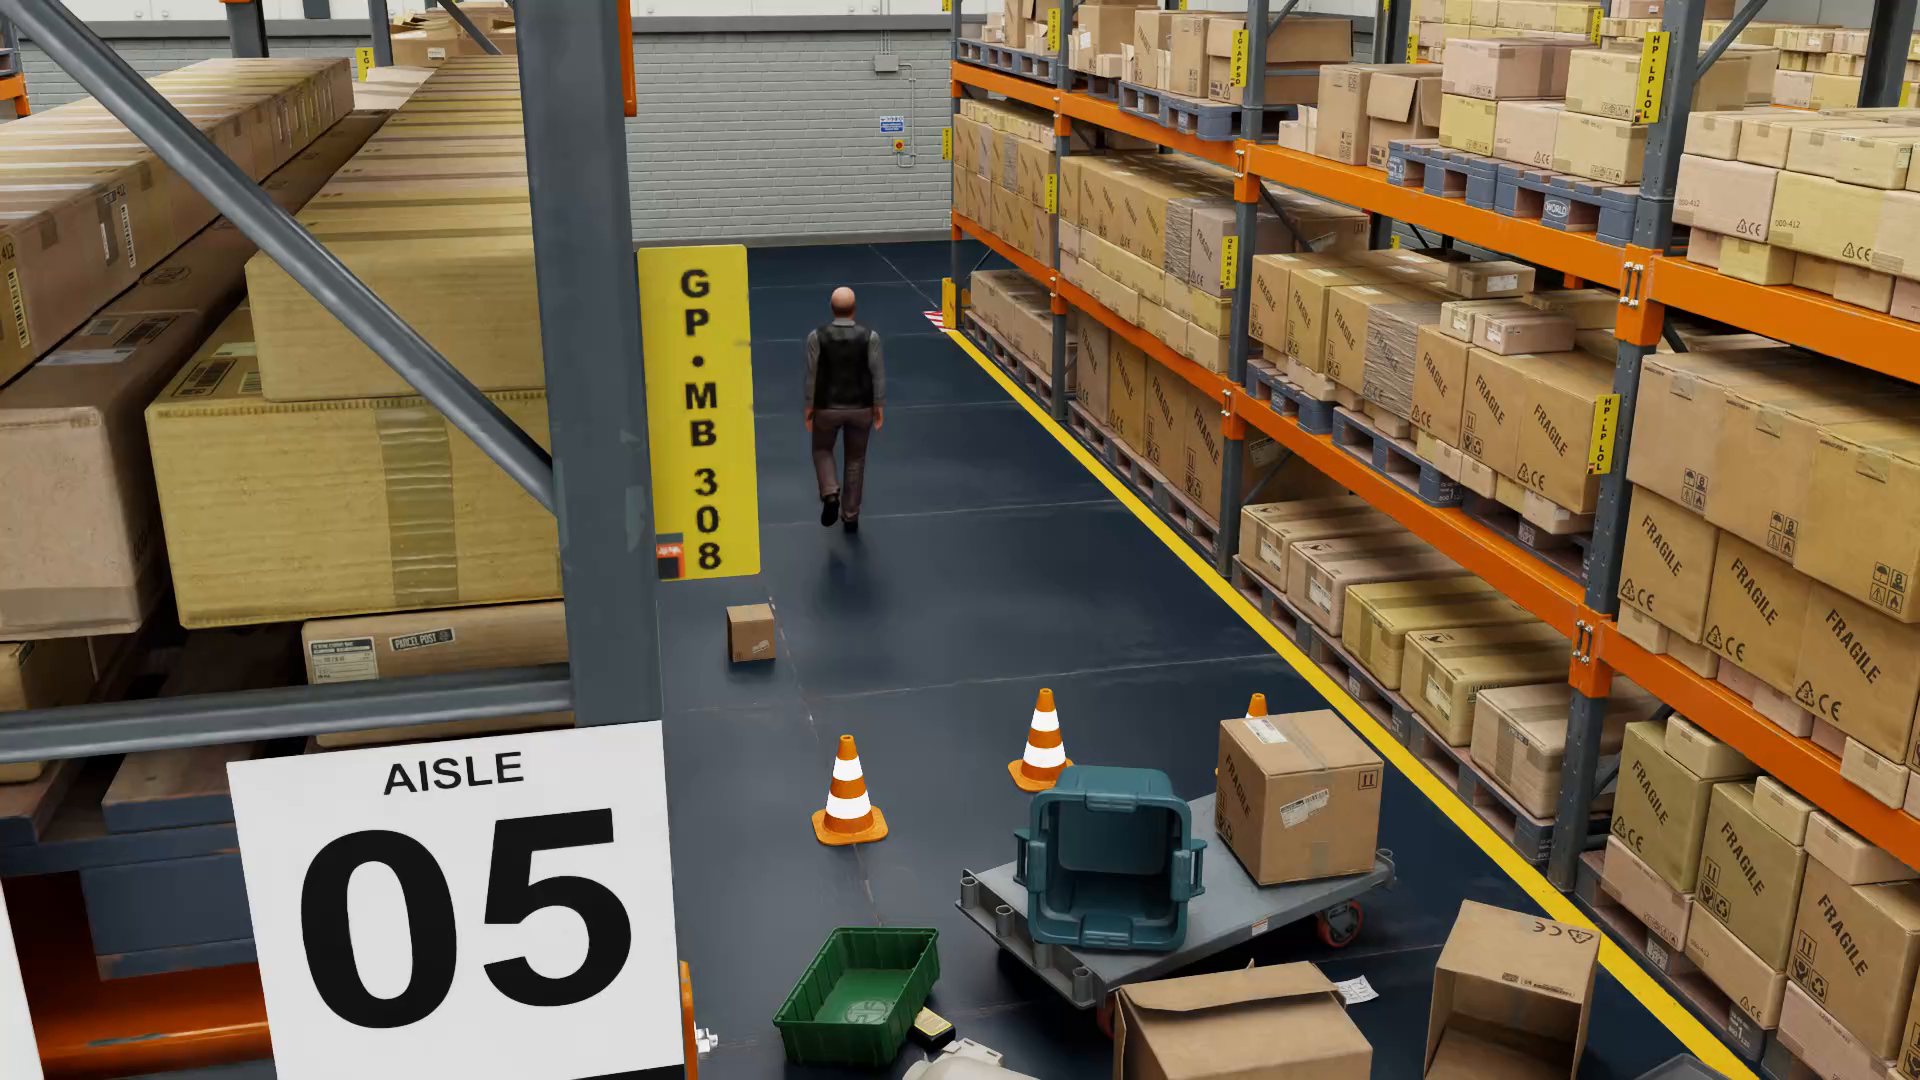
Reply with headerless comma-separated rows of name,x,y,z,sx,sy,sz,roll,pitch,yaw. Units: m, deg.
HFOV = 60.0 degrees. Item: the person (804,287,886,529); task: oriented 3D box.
person,-0.801,-0.913,11.607,0.570,1.714,0.492,-2,20,-5
